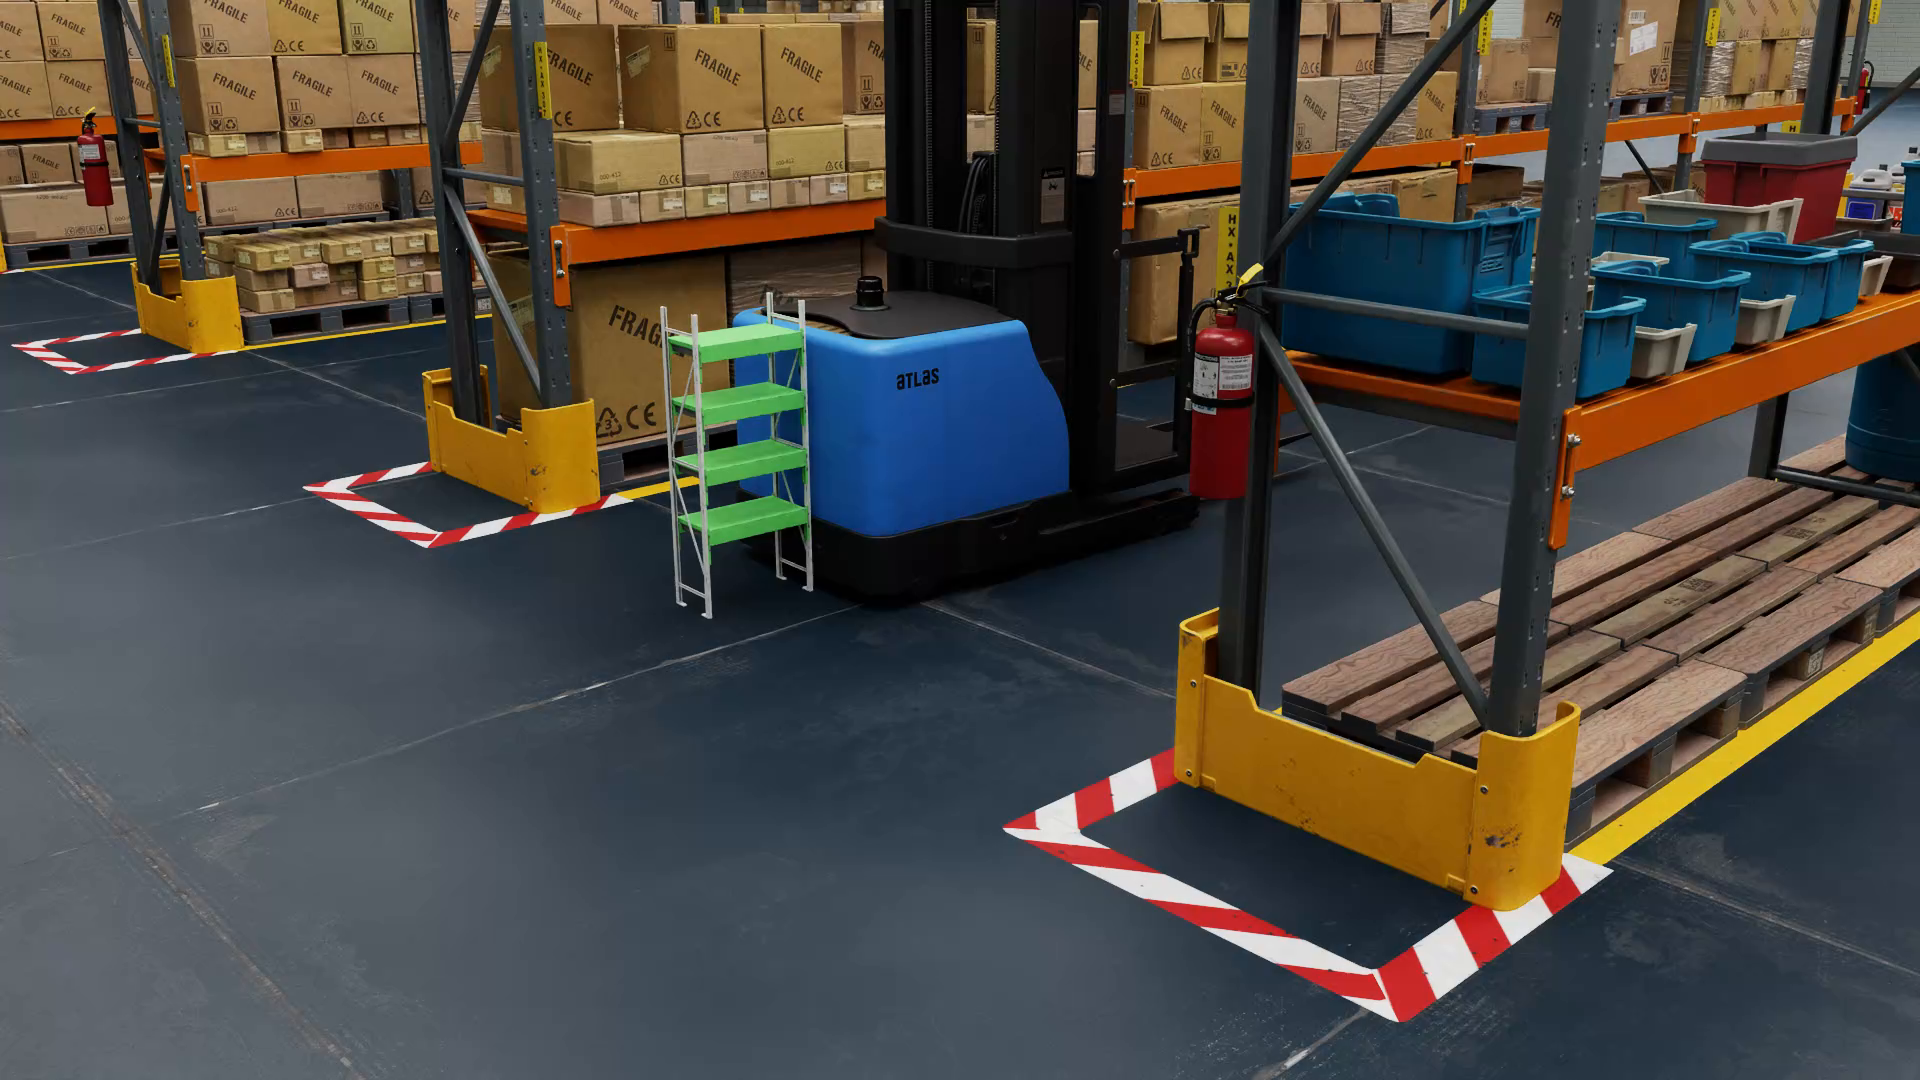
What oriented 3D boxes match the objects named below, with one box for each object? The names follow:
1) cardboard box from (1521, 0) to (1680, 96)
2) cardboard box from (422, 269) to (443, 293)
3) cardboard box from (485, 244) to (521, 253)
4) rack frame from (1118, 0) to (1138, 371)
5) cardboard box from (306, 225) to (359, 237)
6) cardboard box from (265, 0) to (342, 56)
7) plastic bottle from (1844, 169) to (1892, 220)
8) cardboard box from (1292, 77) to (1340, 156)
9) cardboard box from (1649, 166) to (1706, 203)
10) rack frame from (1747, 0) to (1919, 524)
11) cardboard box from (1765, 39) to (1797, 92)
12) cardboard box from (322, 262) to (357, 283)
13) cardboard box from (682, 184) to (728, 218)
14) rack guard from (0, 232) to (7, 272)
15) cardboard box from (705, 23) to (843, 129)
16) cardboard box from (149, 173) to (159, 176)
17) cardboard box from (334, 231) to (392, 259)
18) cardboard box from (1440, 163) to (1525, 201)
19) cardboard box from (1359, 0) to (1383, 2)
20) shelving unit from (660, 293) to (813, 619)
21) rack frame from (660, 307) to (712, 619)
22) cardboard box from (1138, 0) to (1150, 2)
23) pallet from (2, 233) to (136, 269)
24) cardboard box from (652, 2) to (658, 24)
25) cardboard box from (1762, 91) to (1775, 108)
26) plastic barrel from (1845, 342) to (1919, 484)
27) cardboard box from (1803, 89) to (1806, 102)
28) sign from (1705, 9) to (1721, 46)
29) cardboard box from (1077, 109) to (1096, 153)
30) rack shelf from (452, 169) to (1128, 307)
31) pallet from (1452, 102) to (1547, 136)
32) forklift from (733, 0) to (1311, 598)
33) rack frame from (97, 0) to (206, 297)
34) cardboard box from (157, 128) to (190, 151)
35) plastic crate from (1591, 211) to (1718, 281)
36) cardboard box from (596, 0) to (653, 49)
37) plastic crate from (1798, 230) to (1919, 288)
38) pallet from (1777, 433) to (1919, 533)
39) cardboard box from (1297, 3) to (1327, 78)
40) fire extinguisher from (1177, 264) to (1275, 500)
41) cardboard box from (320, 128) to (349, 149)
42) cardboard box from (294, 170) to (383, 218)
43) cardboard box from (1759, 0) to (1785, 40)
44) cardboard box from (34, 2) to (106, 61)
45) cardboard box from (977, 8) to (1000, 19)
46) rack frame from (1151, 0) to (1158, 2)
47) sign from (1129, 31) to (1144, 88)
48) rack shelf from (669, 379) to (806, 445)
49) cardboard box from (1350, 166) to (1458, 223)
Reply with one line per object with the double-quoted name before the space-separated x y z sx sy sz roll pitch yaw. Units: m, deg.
"cardboard box" 5.820 -4.604 15.169 1.000 1.000 1.000 -16 24 -40
"cardboard box" -4.028 -1.996 12.718 0.380 0.149 0.250 16 24 41
"cardboard box" -3.665 -2.279 13.108 0.380 0.149 0.250 17 24 41
"rack frame" 0.680 -2.561 10.520 0.127 3.000 1.000 -16 24 -41
"cardboard box" -4.795 -2.306 12.712 0.380 0.149 0.250 17 24 42
"cardboard box" -4.690 -3.655 11.629 0.500 0.500 0.500 -15 23 -39
"plastic bottle" 4.147 -1.548 7.597 0.135 0.276 0.152 -16 24 -41
"cardboard box" 2.287 -2.973 11.630 0.500 0.500 0.500 -16 24 -40
"cardboard box" 7.222 -3.466 16.683 0.500 0.500 0.500 -8 20 -24
"rack frame" 4.083 -1.451 7.097 0.127 3.000 1.000 -16 24 -41
"cardboard box" 7.936 -4.850 16.936 0.500 0.500 0.875 -16 24 -41
"cardboard box" -4.649 -2.002 12.256 0.250 0.149 0.380 -16 24 -40
"cardboard box" -1.370 -1.704 8.285 0.250 0.149 0.380 -17 25 -42
"rack guard" -9.052 -2.740 15.126 0.348 0.500 1.175 -16 24 -41
"cardboard box" -0.956 -2.399 8.564 0.500 0.500 0.500 -17 25 -42
"cardboard box" -10.004 -4.533 20.355 0.258 0.266 0.396 -15 23 -39
"cardboard box" -4.434 -2.189 12.350 0.380 0.149 0.250 16 24 41
"cardboard box" 4.431 -3.049 14.149 0.500 0.250 0.500 -13 22 -35
"cardboard box" 4.637 -6.385 20.320 0.500 0.550 0.875 -16 24 -41
"shelving unit" -0.873 -0.339 6.584 0.503 1.200 0.258 -15 23 -38
"rack frame" -1.058 -0.290 6.433 0.015 1.200 0.240 -15 23 -38
"cardboard box" 2.370 -7.832 24.512 0.500 0.500 0.700 -17 25 -42
"pallet" -8.508 -2.795 15.763 1.213 0.211 1.003 -16 24 -41
"cardboard box" -3.785 -5.874 18.955 0.500 0.500 0.500 -16 24 -40
"cardboard box" 7.937 -4.436 16.710 0.250 0.149 0.380 -16 24 -41
"plastic barrel" 4.490 -0.764 7.700 0.708 0.901 0.600 -16 24 -41
"cardboard box" 8.814 -4.711 17.558 0.250 0.149 0.380 -16 24 -41
"sign" 6.877 -4.683 15.189 0.005 0.325 0.100 -16 24 -41
"cardboard box" 0.540 -2.479 10.028 0.500 0.250 0.500 -17 24 -42
"rack shelf" -0.773 -1.795 9.324 4.000 0.370 1.077 -16 24 -41
"pallet" 4.031 -3.492 13.704 1.003 0.211 1.213 -16 24 -41
"forklift" 0.475 -1.521 7.423 3.031 2.935 1.130 -15 23 -38
"rack frame" -5.560 -2.846 11.400 0.127 3.000 1.000 -16 24 -41
"cardboard box" -5.518 -2.859 11.848 0.250 0.149 0.380 -16 24 -41
"plastic crate" 2.493 -1.045 6.019 0.300 0.233 0.416 -16 24 -41
"cardboard box" -2.810 -4.199 13.305 0.500 0.500 0.500 17 24 42
"plastic crate" 3.454 -1.051 6.213 0.590 0.125 0.437 -16 24 -41
"pallet" 4.672 -0.279 8.002 1.213 0.211 1.003 -16 24 -41
"cardboard box" 2.086 -3.501 11.631 0.637 0.503 0.797 -15 23 -39
"fire extinguisher" 0.755 -0.459 4.768 0.183 0.674 0.296 -16 24 -41
"cardboard box" -4.617 -2.916 12.022 0.250 0.149 0.380 -15 23 -38
"cardboard box" -6.658 -3.654 17.364 0.875 0.438 0.875 -17 24 -42
"cardboard box" 7.721 -5.171 16.306 0.500 0.500 0.500 -16 24 -41
"cardboard box" -8.120 -4.606 15.046 0.500 0.500 0.500 -17 25 -42
"cardboard box" 0.585 -5.158 16.746 0.500 0.500 0.700 -16 24 -41
"rack frame" 2.591 -7.325 25.213 0.127 3.000 1.000 -16 24 -41
"sign" 1.063 -2.887 9.992 0.005 0.325 0.100 -16 24 -41
"rack shelf" -0.873 -0.506 6.530 0.480 0.148 0.258 -15 23 -38
"cardboard box" 3.071 -2.456 12.961 1.225 0.875 0.875 17 24 41
